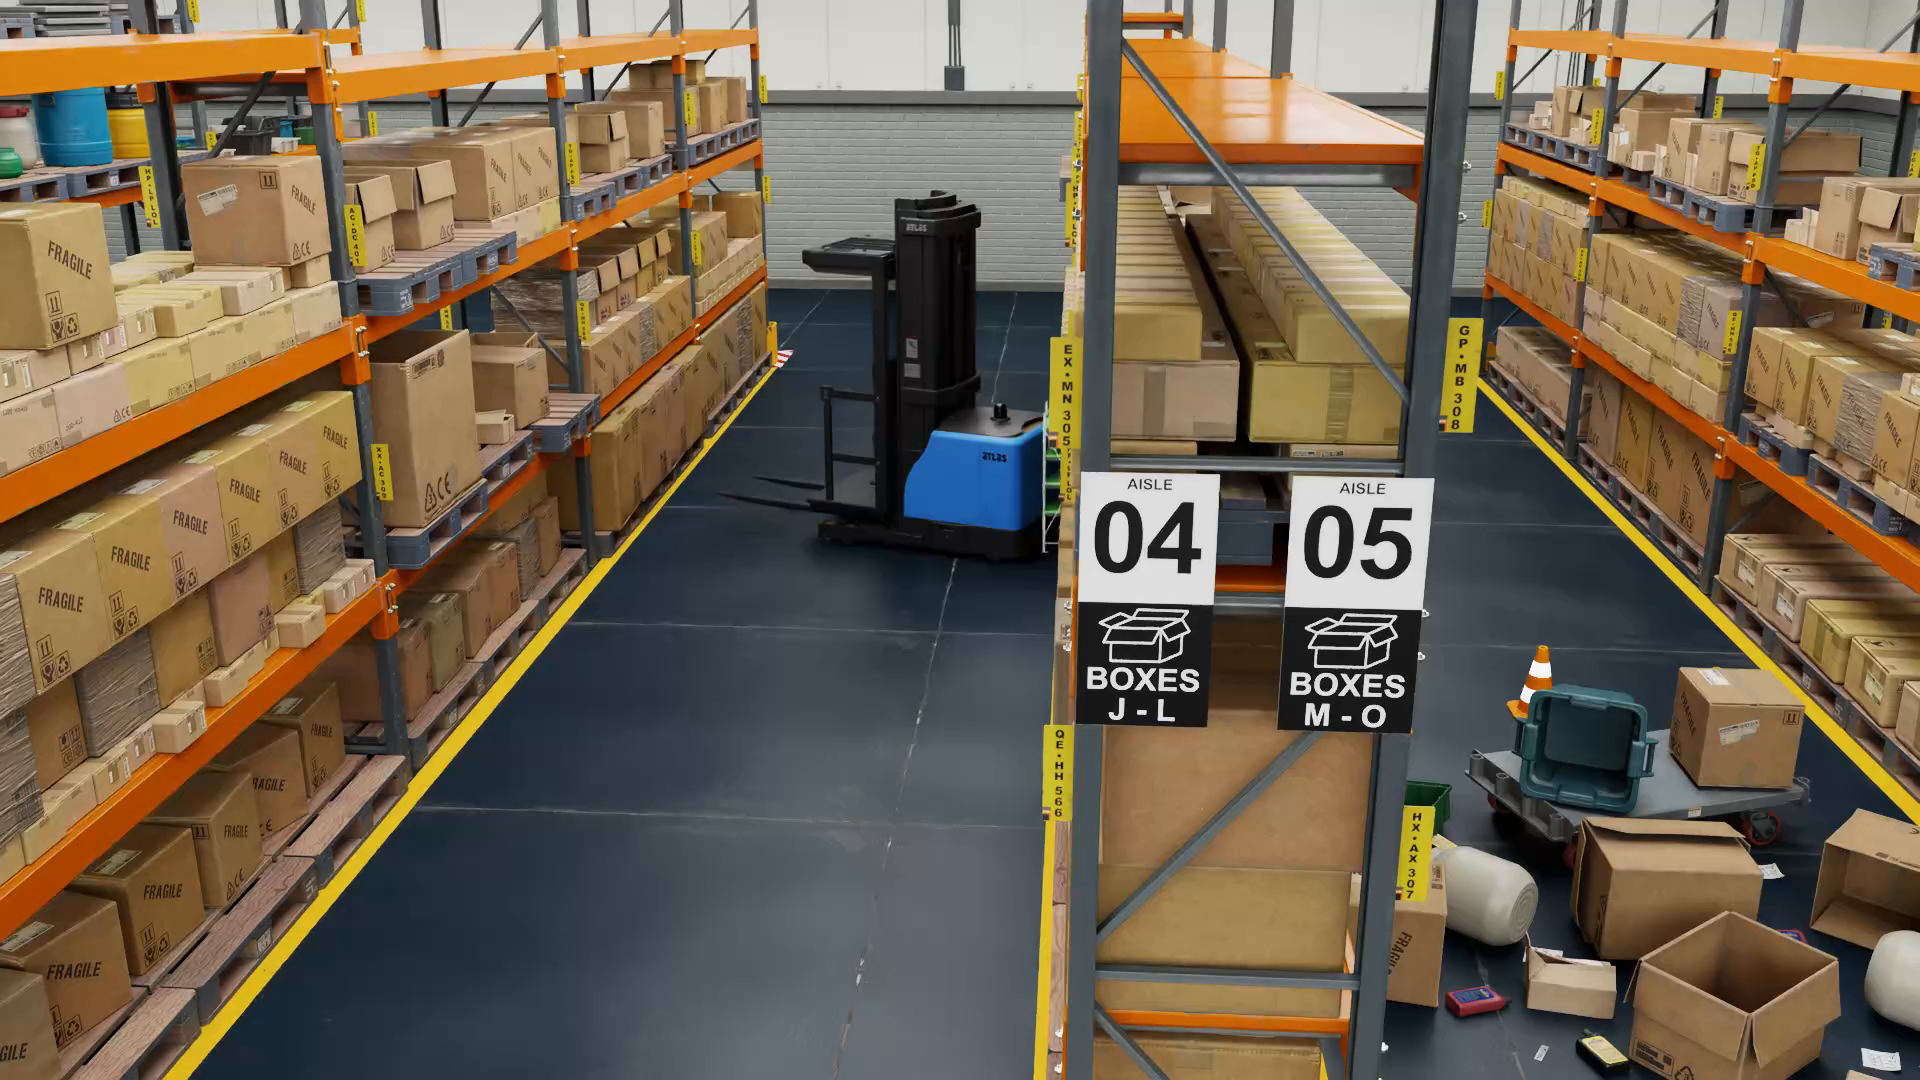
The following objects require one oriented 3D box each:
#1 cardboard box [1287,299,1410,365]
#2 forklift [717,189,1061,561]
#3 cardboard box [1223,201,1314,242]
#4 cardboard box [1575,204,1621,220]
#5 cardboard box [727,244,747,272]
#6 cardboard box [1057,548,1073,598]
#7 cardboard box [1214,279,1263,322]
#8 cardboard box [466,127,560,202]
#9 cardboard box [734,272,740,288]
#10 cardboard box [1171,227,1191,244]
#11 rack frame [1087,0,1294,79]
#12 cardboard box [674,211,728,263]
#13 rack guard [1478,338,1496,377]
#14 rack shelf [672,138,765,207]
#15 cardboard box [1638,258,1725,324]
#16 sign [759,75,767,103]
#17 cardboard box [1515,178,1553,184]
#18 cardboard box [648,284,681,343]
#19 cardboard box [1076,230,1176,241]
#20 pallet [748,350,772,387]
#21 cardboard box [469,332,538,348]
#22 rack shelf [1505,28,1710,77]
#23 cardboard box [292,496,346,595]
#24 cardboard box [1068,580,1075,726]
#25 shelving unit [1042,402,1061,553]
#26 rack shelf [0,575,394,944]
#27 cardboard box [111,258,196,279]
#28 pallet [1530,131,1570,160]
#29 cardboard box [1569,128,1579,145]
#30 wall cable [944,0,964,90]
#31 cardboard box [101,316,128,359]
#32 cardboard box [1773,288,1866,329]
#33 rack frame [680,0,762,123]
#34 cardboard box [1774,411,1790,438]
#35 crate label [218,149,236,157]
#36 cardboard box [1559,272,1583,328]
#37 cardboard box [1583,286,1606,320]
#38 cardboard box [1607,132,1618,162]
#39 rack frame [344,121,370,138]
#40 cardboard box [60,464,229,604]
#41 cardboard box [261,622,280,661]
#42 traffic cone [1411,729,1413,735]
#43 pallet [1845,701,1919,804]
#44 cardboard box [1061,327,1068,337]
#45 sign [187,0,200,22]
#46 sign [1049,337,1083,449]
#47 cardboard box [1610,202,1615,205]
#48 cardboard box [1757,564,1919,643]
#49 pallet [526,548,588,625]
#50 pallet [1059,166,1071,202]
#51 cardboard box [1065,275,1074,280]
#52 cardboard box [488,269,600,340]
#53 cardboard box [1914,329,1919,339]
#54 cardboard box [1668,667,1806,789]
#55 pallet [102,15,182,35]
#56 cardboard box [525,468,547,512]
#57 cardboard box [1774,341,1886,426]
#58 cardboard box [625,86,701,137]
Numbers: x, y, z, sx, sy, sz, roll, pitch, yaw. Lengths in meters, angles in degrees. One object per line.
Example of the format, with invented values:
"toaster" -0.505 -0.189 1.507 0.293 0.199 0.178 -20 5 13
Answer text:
"cardboard box" 1.189 -0.625 4.983 0.380 0.149 0.250 1 18 5
"forklift" -0.675 -1.503 14.304 3.031 2.935 1.130 8 20 23
"cardboard box" 1.371 -1.416 7.397 0.380 0.149 0.250 2 18 5
"cardboard box" 6.512 -3.334 16.973 0.380 0.149 0.250 1 18 4
"cardboard box" -2.788 -3.306 19.457 0.500 0.250 0.500 1 18 2
"cardboard box" 1.162 0.537 10.906 1.050 0.750 0.750 1 18 4
"cardboard box" 1.209 -0.797 6.150 0.500 0.250 0.500 1 18 3
"cardboard box" -3.303 -2.780 12.308 0.500 0.500 0.500 2 18 5
"cardboard box" -2.752 -2.995 19.151 0.380 0.149 0.250 2 18 5
"cardboard box" 0.786 -1.279 7.619 0.500 0.250 0.500 1 18 3
"rack frame" 1.135 -2.689 8.179 1.000 3.000 0.127 1 18 4
"cardboard box" -2.867 -3.349 18.386 0.500 0.500 0.500 1 18 2
"rack guard" 6.941 -2.306 20.657 1.175 0.500 0.348 1 18 4
"rack shelf" -3.088 -4.170 18.670 1.077 0.370 4.000 1 18 4
"cardboard box" 6.256 -2.161 14.436 0.500 0.500 0.500 1 18 3
"sign" -2.405 -5.500 20.278 0.100 0.325 0.005 1 18 4
"cardboard box" 6.690 -4.130 19.402 0.380 0.149 0.250 2 18 5
"cardboard box" -3.035 -2.208 16.183 0.500 0.500 0.500 2 18 6
"cardboard box" 0.643 -1.114 6.476 0.380 0.149 0.250 1 18 4
"pallet" -2.924 -2.132 20.591 1.003 0.211 1.213 1 18 4
"cardboard box" -3.517 -1.301 12.742 0.500 0.500 0.500 -1 18 -3
"rack shelf" 6.796 -5.184 17.590 1.077 0.370 4.000 1 18 4
"cardboard box" -3.899 -0.031 9.062 0.875 0.500 0.500 1 18 4
"cardboard box" 0.947 0.542 7.712 0.875 0.550 0.550 1 18 4
"shelving unit" 0.831 -0.533 14.079 0.258 1.200 0.503 1 15 4
"rack shelf" -3.949 0.982 7.763 1.077 0.370 4.000 1 18 4
"cardboard box" -4.087 -1.346 8.497 0.380 0.149 0.250 0 18 1
"pallet" 6.812 -4.259 17.929 1.003 0.211 1.213 1 18 4
"cardboard box" 6.398 -4.085 16.823 0.380 0.149 0.250 2 18 5
"wall cable" 0.898 -9.766 24.610 2.277 5.999 0.120 1 18 4
"cardboard box" -3.743 -0.844 6.965 0.380 0.149 0.250 1 18 3
"cardboard box" 6.645 -1.672 12.942 0.500 0.500 0.500 1 18 2
"rack frame" -2.945 -6.558 19.986 1.000 3.000 0.127 1 18 4
"cardboard box" 6.038 -0.814 11.819 0.380 0.149 0.250 0 18 0
"crate label" -7.849 -4.021 17.485 0.293 0.136 0.466 1 18 4
"cardboard box" 6.431 -2.441 16.895 0.500 0.500 0.500 1 18 4
"cardboard box" 6.340 -2.280 16.002 0.500 0.250 0.500 1 18 2
"cardboard box" 6.268 -3.658 15.492 0.396 0.266 0.258 1 18 3
"rack frame" -7.885 -3.818 21.258 1.000 3.000 0.127 1 18 4
"cardboard box" -3.674 -0.033 7.462 0.500 0.500 0.500 1 18 4
"cardboard box" -3.689 0.521 8.420 0.380 0.149 0.250 1 18 4
"traffic cone" 2.737 0.984 10.676 0.336 0.463 0.334 1 18 4
"pallet" 6.134 1.324 10.044 1.003 0.211 1.213 1 18 4
"cardboard box" 0.999 -1.606 13.281 0.380 0.149 0.250 1 18 2
"sign" -7.623 -5.314 16.526 0.100 0.325 0.005 1 18 4
"sign" 0.308 -0.421 4.779 0.100 0.325 0.005 1 18 4
"cardboard box" 7.040 -3.485 17.434 0.380 0.149 0.250 1 18 2
"cardboard box" 6.271 0.452 11.772 0.950 0.372 0.625 1 18 3
"pallet" -3.576 0.345 13.031 1.003 0.211 1.213 1 18 4
"pallet" 1.486 -3.148 14.696 1.213 0.211 1.003 1 18 4
"cardboard box" 1.186 -2.408 15.727 0.380 0.149 0.250 1 18 4
"cardboard box" -3.450 -1.974 13.858 0.797 0.503 0.637 2 18 6
"cardboard box" 11.752 -2.202 19.661 0.797 0.503 0.637 1 18 2
"cardboard box" 4.302 1.038 9.235 0.500 0.500 0.500 1 18 4
"pallet" -8.201 -4.889 15.838 1.003 0.211 1.213 1 18 4
"cardboard box" -3.537 -0.392 12.905 0.500 0.250 0.500 2 18 6
"cardboard box" 6.073 -1.093 11.630 0.500 0.500 0.500 2 18 7
"cardboard box" -3.193 -4.597 17.821 0.700 0.500 0.500 2 18 7
